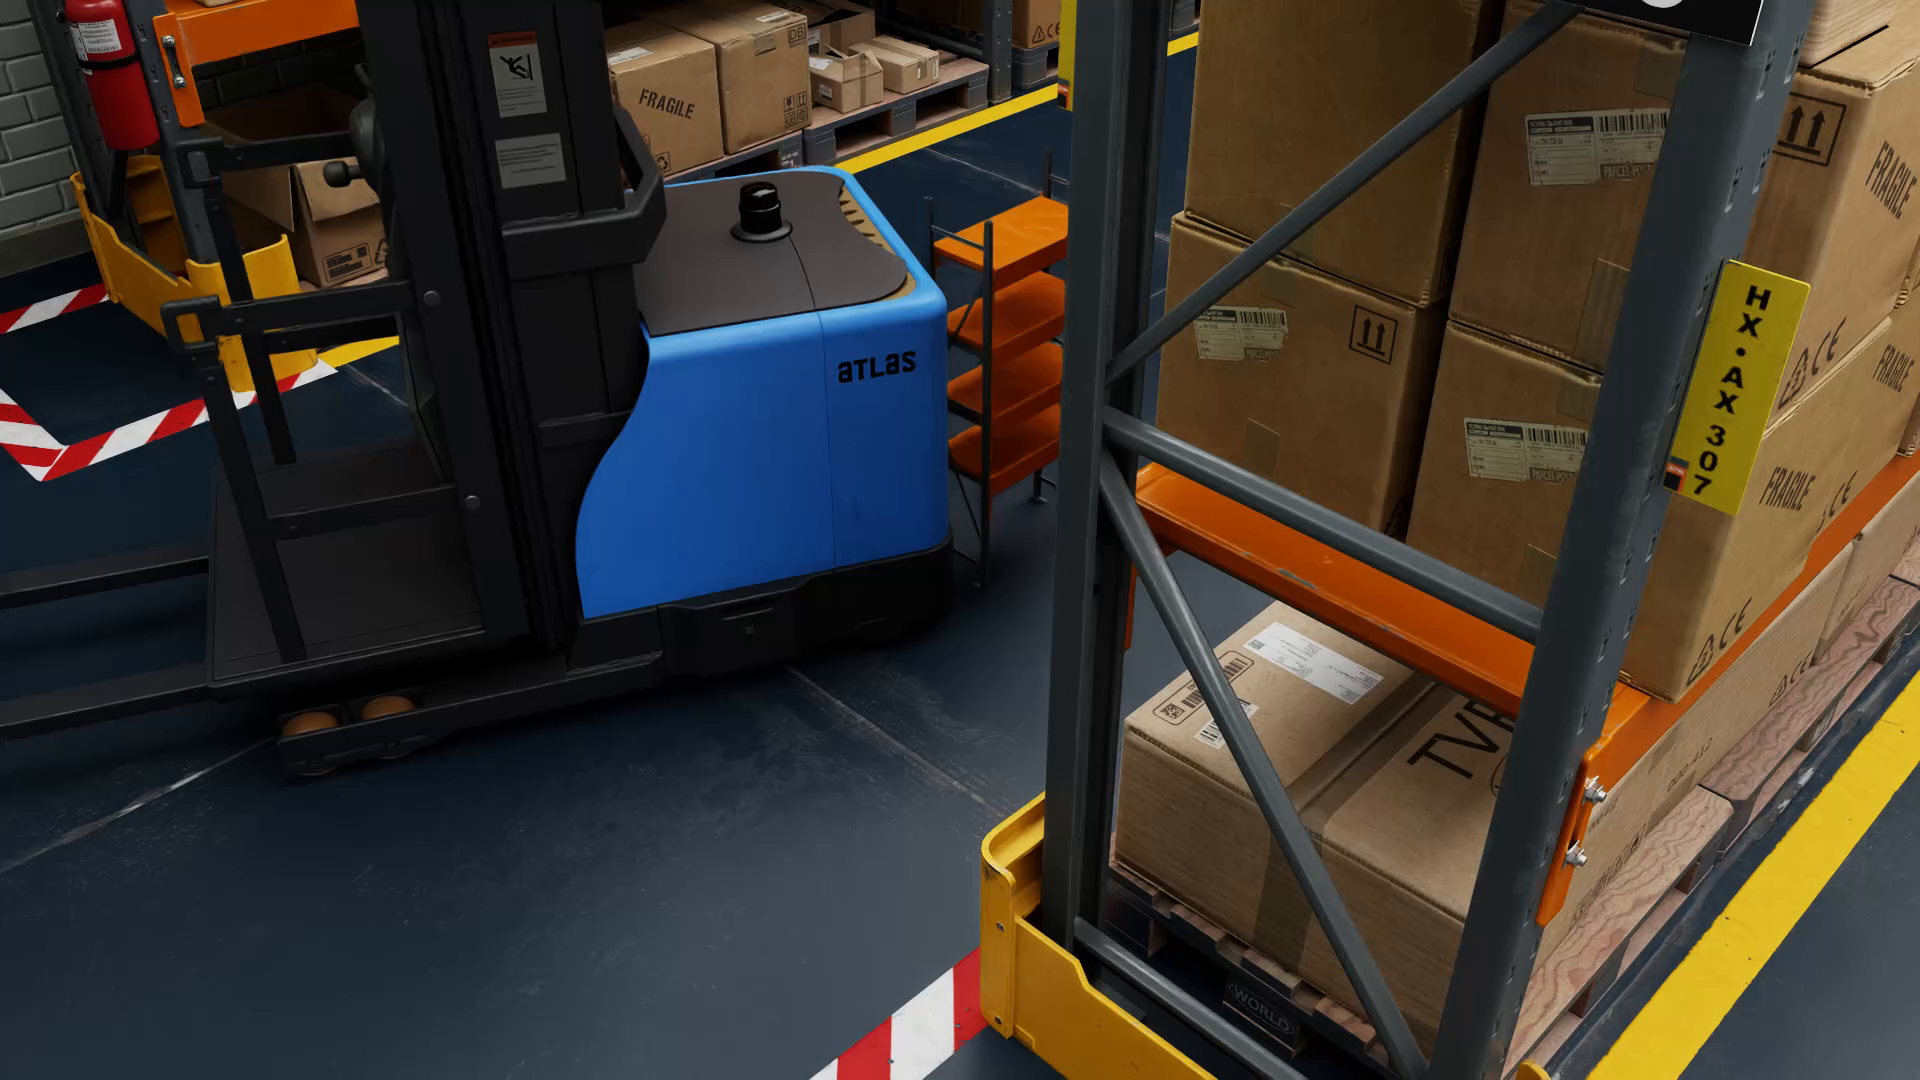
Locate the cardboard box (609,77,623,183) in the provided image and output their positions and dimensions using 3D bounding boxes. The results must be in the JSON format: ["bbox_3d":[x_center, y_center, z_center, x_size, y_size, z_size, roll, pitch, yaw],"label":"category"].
[{"bbox_3d":[-1.827,-1.710,6.898,0.500,0.500,0.700,-28,44,-34],"label":"cardboard box"}]

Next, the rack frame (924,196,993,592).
[{"bbox_3d":[-0.004,-0.384,4.752,0.240,1.200,0.015,29,44,34],"label":"rack frame"}]

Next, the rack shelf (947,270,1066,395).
[{"bbox_3d":[0.164,-0.614,4.808,0.258,0.148,0.480,29,44,34],"label":"rack shelf"}]

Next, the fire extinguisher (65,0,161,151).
[{"bbox_3d":[-2.731,-1.591,5.303,0.296,0.674,0.183,30,45,35],"label":"fire extinguisher"}]

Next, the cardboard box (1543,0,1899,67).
[{"bbox_3d":[1.016,-0.773,2.207,0.250,0.149,0.380,-29,44,-35],"label":"cardboard box"}]

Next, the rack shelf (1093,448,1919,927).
[{"bbox_3d":[1.979,-0.540,4.031,1.077,0.370,4.000,30,45,35],"label":"rack shelf"}]

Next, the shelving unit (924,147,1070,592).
[{"bbox_3d":[0.164,-0.485,4.897,0.258,1.200,0.503,29,44,34],"label":"shelving unit"}]

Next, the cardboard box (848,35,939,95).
[{"bbox_3d":[-0.321,-2.304,8.057,0.380,0.149,0.250,28,44,34],"label":"cardboard box"}]

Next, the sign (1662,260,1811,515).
[{"bbox_3d":[0.960,-0.185,2.066,0.100,0.325,0.005,30,45,35],"label":"sign"}]

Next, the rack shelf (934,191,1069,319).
[{"bbox_3d":[0.164,-0.808,4.672,0.258,0.148,0.480,29,44,34],"label":"rack shelf"}]

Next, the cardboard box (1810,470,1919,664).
[{"bbox_3d":[2.239,-0.193,4.777,0.875,0.438,0.875,28,44,34],"label":"cardboard box"}]

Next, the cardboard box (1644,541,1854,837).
[{"bbox_3d":[1.603,0.172,4.253,0.875,0.438,0.875,-29,44,-34],"label":"cardboard box"}]

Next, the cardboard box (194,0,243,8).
[{"bbox_3d":[-2.529,-1.942,5.632,0.380,0.149,0.250,29,44,35],"label":"cardboard box"}]

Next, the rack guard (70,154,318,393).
[{"bbox_3d":[-2.902,-1.028,6.286,1.175,0.500,0.348,30,45,35],"label":"rack guard"}]

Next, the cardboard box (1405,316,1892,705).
[{"bbox_3d":[1.112,-0.143,2.746,0.500,0.500,0.500,29,44,35],"label":"cardboard box"}]

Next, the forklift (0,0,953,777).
[{"bbox_3d":[-1.593,-0.925,4.015,3.031,2.935,1.130,-11,36,-16],"label":"forklift"}]

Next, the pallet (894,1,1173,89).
[{"bbox_3d":[0.409,-2.847,9.149,1.003,0.211,1.213,30,45,35],"label":"pallet"}]

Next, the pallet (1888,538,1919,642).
[{"bbox_3d":[2.797,-0.226,5.389,1.003,0.211,1.213,30,45,35],"label":"pallet"}]

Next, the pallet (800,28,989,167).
[{"bbox_3d":[-0.621,-2.224,8.254,1.003,0.211,1.213,30,45,35],"label":"pallet"}]

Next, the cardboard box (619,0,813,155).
[{"bbox_3d":[-1.096,-2.132,7.503,0.700,0.500,0.500,28,43,34],"label":"cardboard box"}]

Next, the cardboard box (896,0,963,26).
[{"bbox_3d":[-0.001,-3.111,8.907,0.500,0.500,0.500,29,44,35],"label":"cardboard box"}]

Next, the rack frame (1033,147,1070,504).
[{"bbox_3d":[0.332,-0.587,5.042,0.240,1.200,0.015,29,44,34],"label":"rack frame"}]

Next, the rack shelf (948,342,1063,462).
[{"bbox_3d":[0.164,-0.430,4.936,0.258,0.148,0.480,29,44,34],"label":"rack shelf"}]

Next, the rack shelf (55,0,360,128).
[{"bbox_3d":[-1.546,-2.539,6.897,1.077,0.370,4.000,30,45,35],"label":"rack shelf"}]

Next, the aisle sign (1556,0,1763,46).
[{"bbox_3d":[0.725,-0.943,1.708,0.394,0.787,0.004,30,45,35],"label":"aisle sign"}]

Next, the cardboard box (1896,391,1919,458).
[{"bbox_3d":[1.820,-0.559,3.342,0.500,0.500,0.500,29,44,35],"label":"cardboard box"}]

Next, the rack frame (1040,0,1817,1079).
[{"bbox_3d":[0.570,-0.023,2.661,1.000,3.000,0.127,30,45,35],"label":"rack frame"}]

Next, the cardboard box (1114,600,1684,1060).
[{"bbox_3d":[0.964,0.547,3.716,0.875,0.438,0.875,28,44,34],"label":"cardboard box"}]

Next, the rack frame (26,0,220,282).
[{"bbox_3d":[-2.955,-2.022,5.527,1.000,3.000,0.127,30,45,35],"label":"rack frame"}]

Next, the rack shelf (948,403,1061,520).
[{"bbox_3d":[0.164,-0.267,5.049,0.258,0.148,0.480,29,44,34],"label":"rack shelf"}]

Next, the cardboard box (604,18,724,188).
[{"bbox_3d":[-1.384,-1.885,7.148,0.500,0.500,0.500,-29,44,-35],"label":"cardboard box"}]

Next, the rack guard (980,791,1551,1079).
[{"bbox_3d":[0.553,1.012,3.362,1.175,0.500,0.348,30,45,35],"label":"rack guard"}]

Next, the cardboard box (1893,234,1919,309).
[{"bbox_3d":[1.469,-0.767,2.766,0.500,0.500,0.500,28,44,34],"label":"cardboard box"}]

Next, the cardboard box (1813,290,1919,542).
[{"bbox_3d":[1.448,-0.360,3.056,0.500,0.500,0.500,29,44,35],"label":"cardboard box"}]

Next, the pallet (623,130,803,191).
[{"bbox_3d":[-1.481,-1.726,7.540,1.003,0.211,1.213,30,45,35],"label":"pallet"}]

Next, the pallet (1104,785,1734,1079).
[{"bbox_3d":[1.078,0.765,3.969,1.003,0.211,1.213,30,45,35],"label":"pallet"}]

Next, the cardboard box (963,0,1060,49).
[{"bbox_3d":[0.364,-2.898,8.602,0.500,0.500,0.500,-28,43,-34],"label":"cardboard box"}]

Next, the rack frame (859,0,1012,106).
[{"bbox_3d":[-0.137,-3.646,7.856,1.000,3.000,0.127,30,45,35],"label":"rack frame"}]

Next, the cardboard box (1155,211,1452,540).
[{"bbox_3d":[0.722,-0.367,3.066,0.500,0.500,0.500,-30,45,-35],"label":"cardboard box"}]

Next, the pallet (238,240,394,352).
[{"bbox_3d":[-2.341,-1.233,6.834,1.003,0.211,1.213,30,45,35],"label":"pallet"}]

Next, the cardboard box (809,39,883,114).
[{"bbox_3d":[-0.573,-2.207,7.816,0.258,0.266,0.396,-28,44,-34],"label":"cardboard box"}]

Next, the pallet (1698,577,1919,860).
[{"bbox_3d":[1.937,0.272,4.676,1.003,0.211,1.213,30,45,35],"label":"pallet"}]

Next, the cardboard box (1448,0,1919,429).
[{"bbox_3d":[1.110,-0.554,2.461,0.500,0.500,0.500,28,44,34],"label":"cardboard box"}]

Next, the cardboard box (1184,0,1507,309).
[{"bbox_3d":[0.741,-0.766,2.764,0.500,0.500,0.500,-28,44,-34],"label":"cardboard box"}]

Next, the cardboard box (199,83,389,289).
[{"bbox_3d":[-2.457,-1.381,6.422,0.797,0.503,0.637,28,43,34],"label":"cardboard box"}]

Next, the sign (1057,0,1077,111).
[{"bbox_3d":[0.195,-0.820,2.584,0.100,0.325,0.005,30,45,35],"label":"sign"}]

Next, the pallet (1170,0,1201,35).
[{"bbox_3d":[1.269,-3.345,9.862,1.003,0.211,1.213,30,45,35],"label":"pallet"}]

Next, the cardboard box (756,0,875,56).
[{"bbox_3d":[-0.770,-2.542,8.257,0.500,0.311,0.500,-28,44,-34],"label":"cardboard box"}]
